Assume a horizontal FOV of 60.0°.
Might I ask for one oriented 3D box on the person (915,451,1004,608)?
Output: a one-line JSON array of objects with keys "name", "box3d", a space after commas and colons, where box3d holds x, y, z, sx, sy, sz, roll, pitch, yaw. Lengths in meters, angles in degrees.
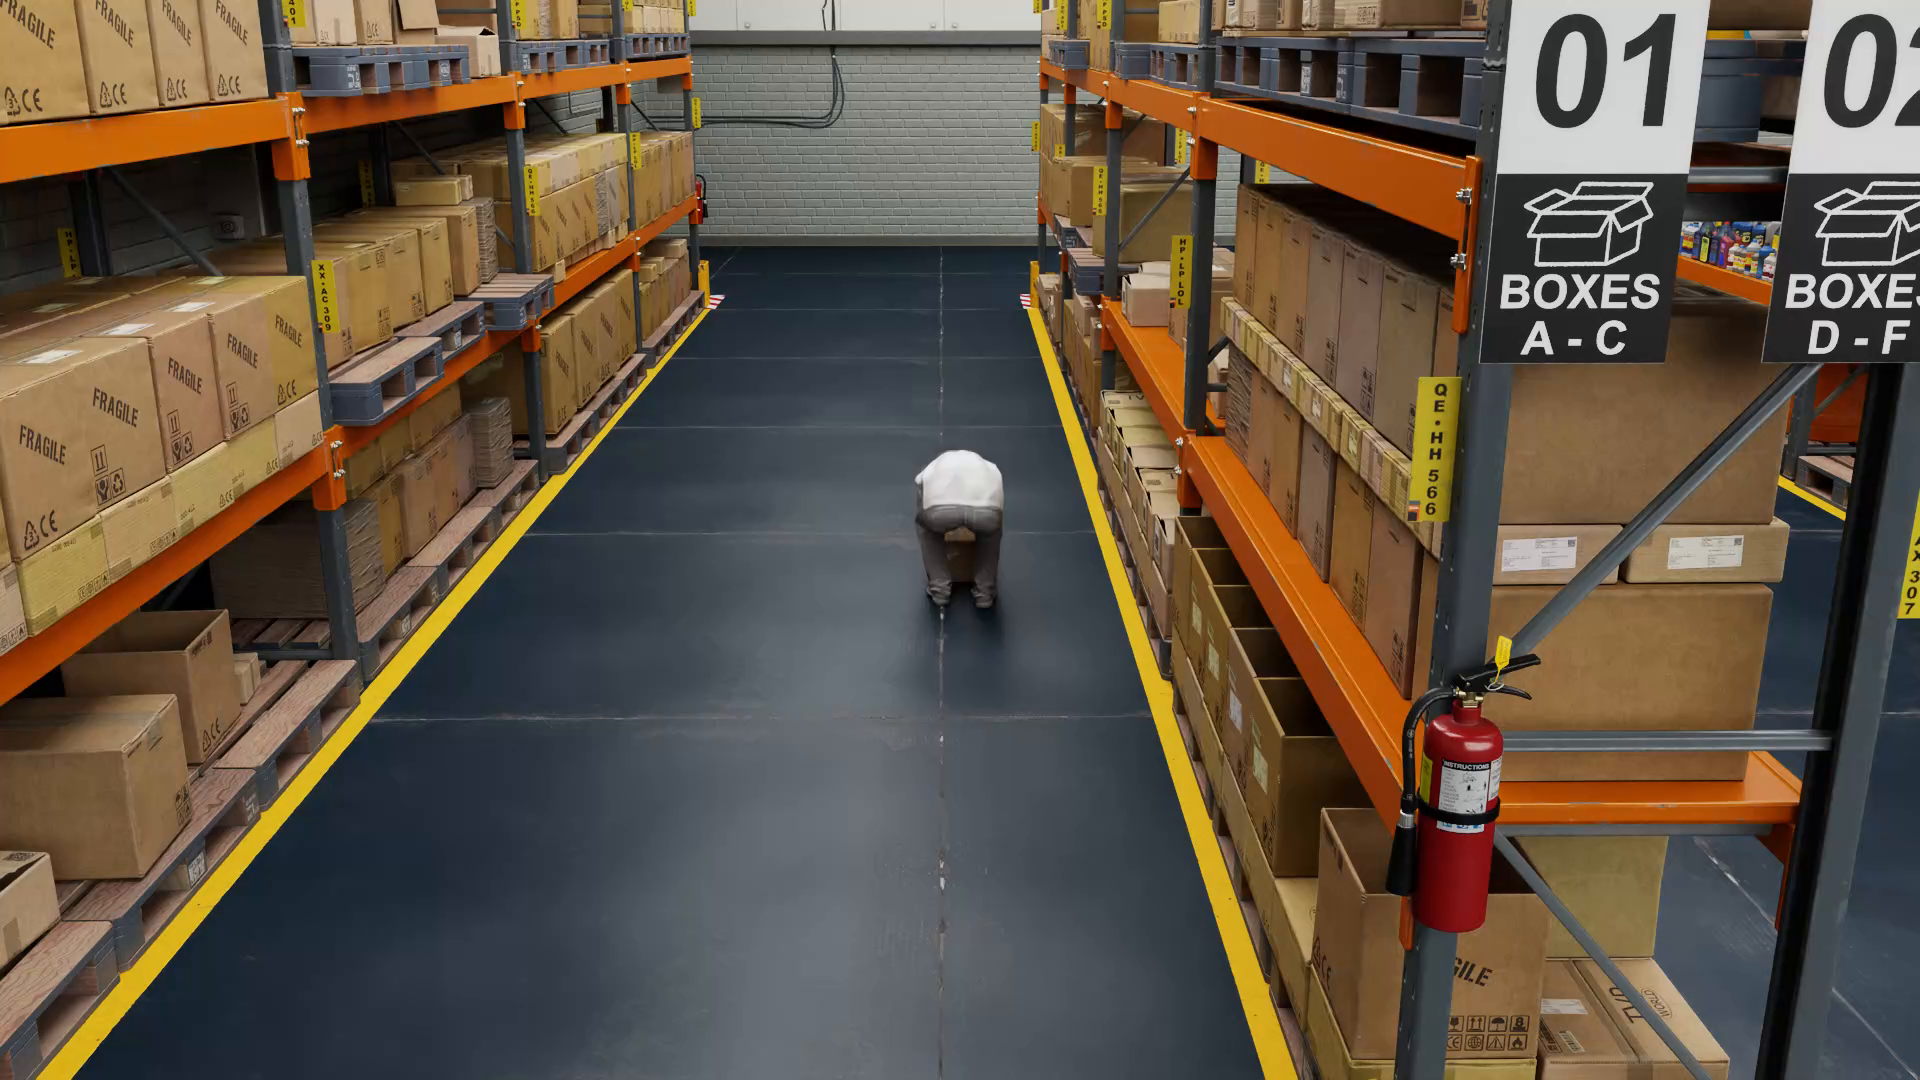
[{"name": "person", "box3d": [-0.005, -0.109, 9.455, 0.504, 0.873, 1.003, -1, 17, -3]}]
